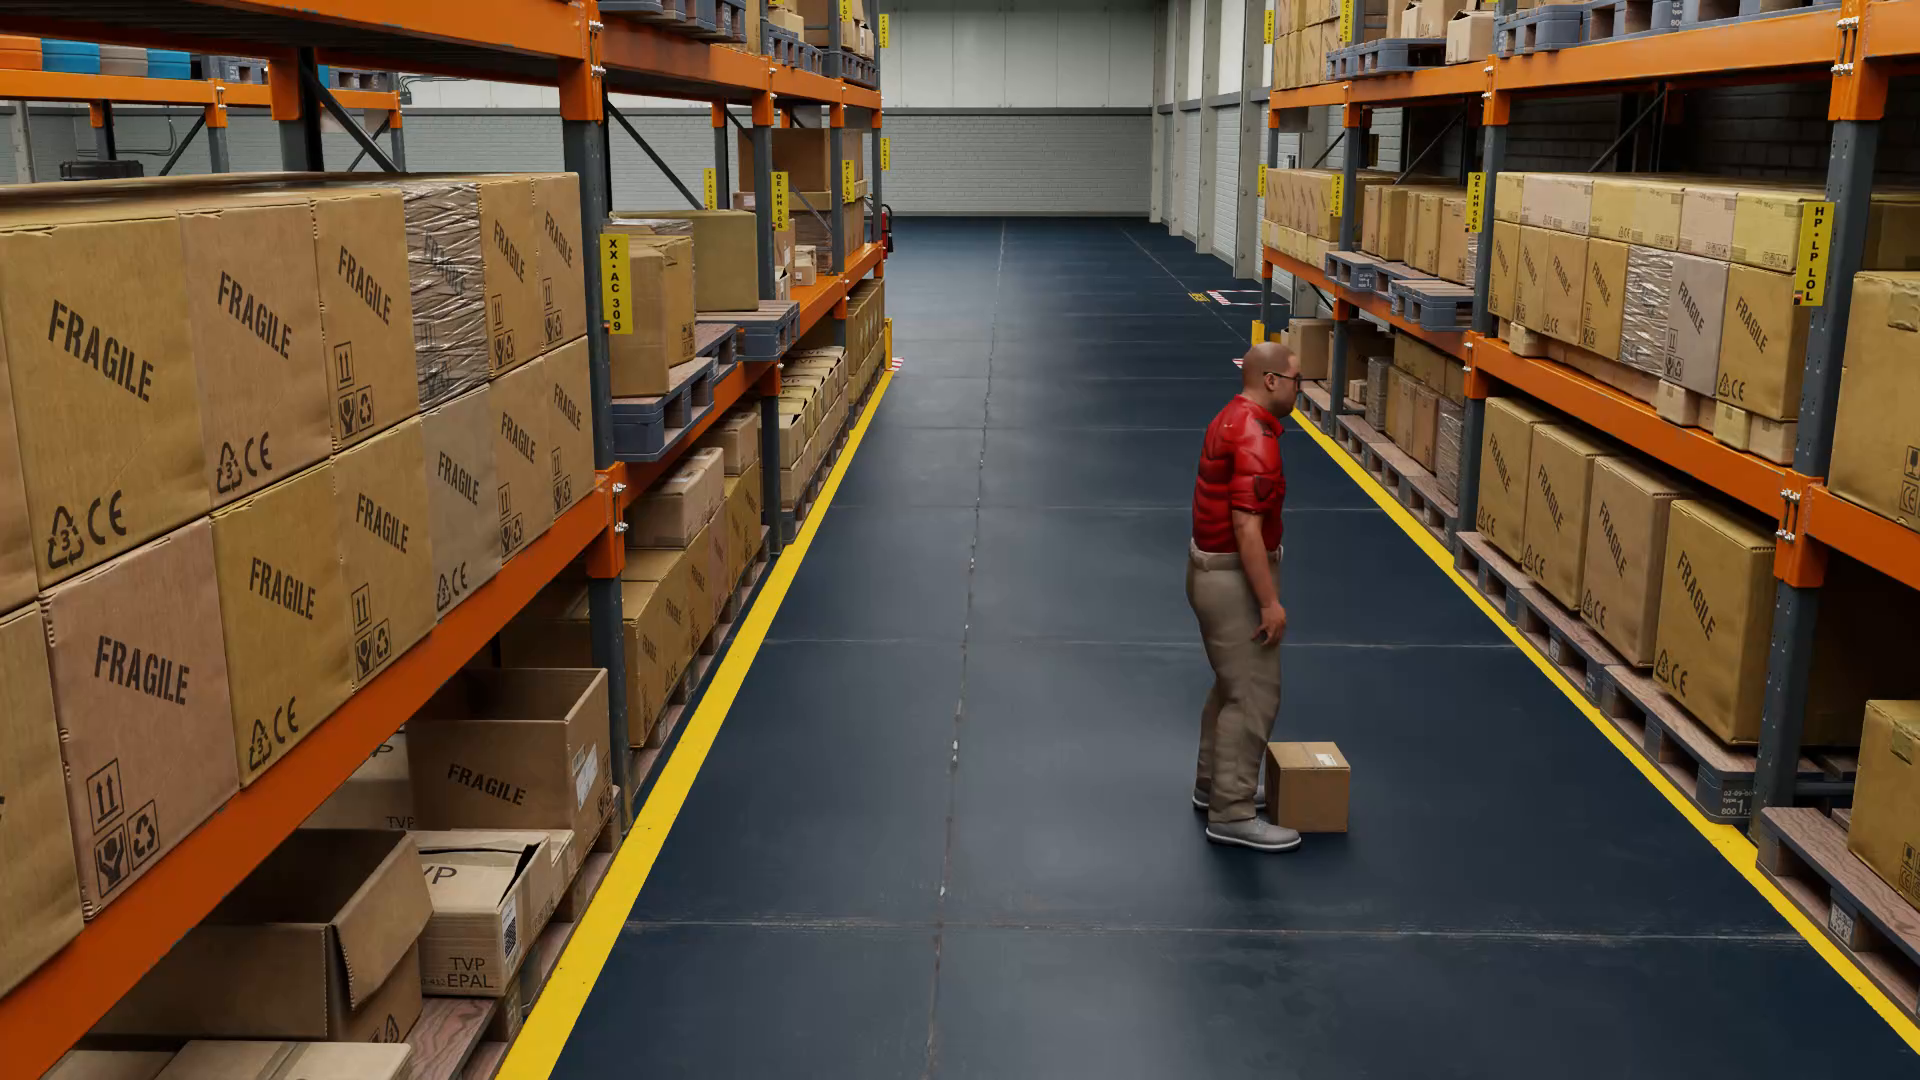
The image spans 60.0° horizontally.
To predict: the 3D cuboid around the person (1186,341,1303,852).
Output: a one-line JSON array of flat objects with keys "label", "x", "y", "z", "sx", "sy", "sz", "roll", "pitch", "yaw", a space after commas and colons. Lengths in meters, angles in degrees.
[{"label": "person", "x": 0.994, "y": 0.172, "z": 5.824, "sx": 0.383, "sy": 1.727, "sz": 0.601, "roll": 0, "pitch": 14, "yaw": -1}]
